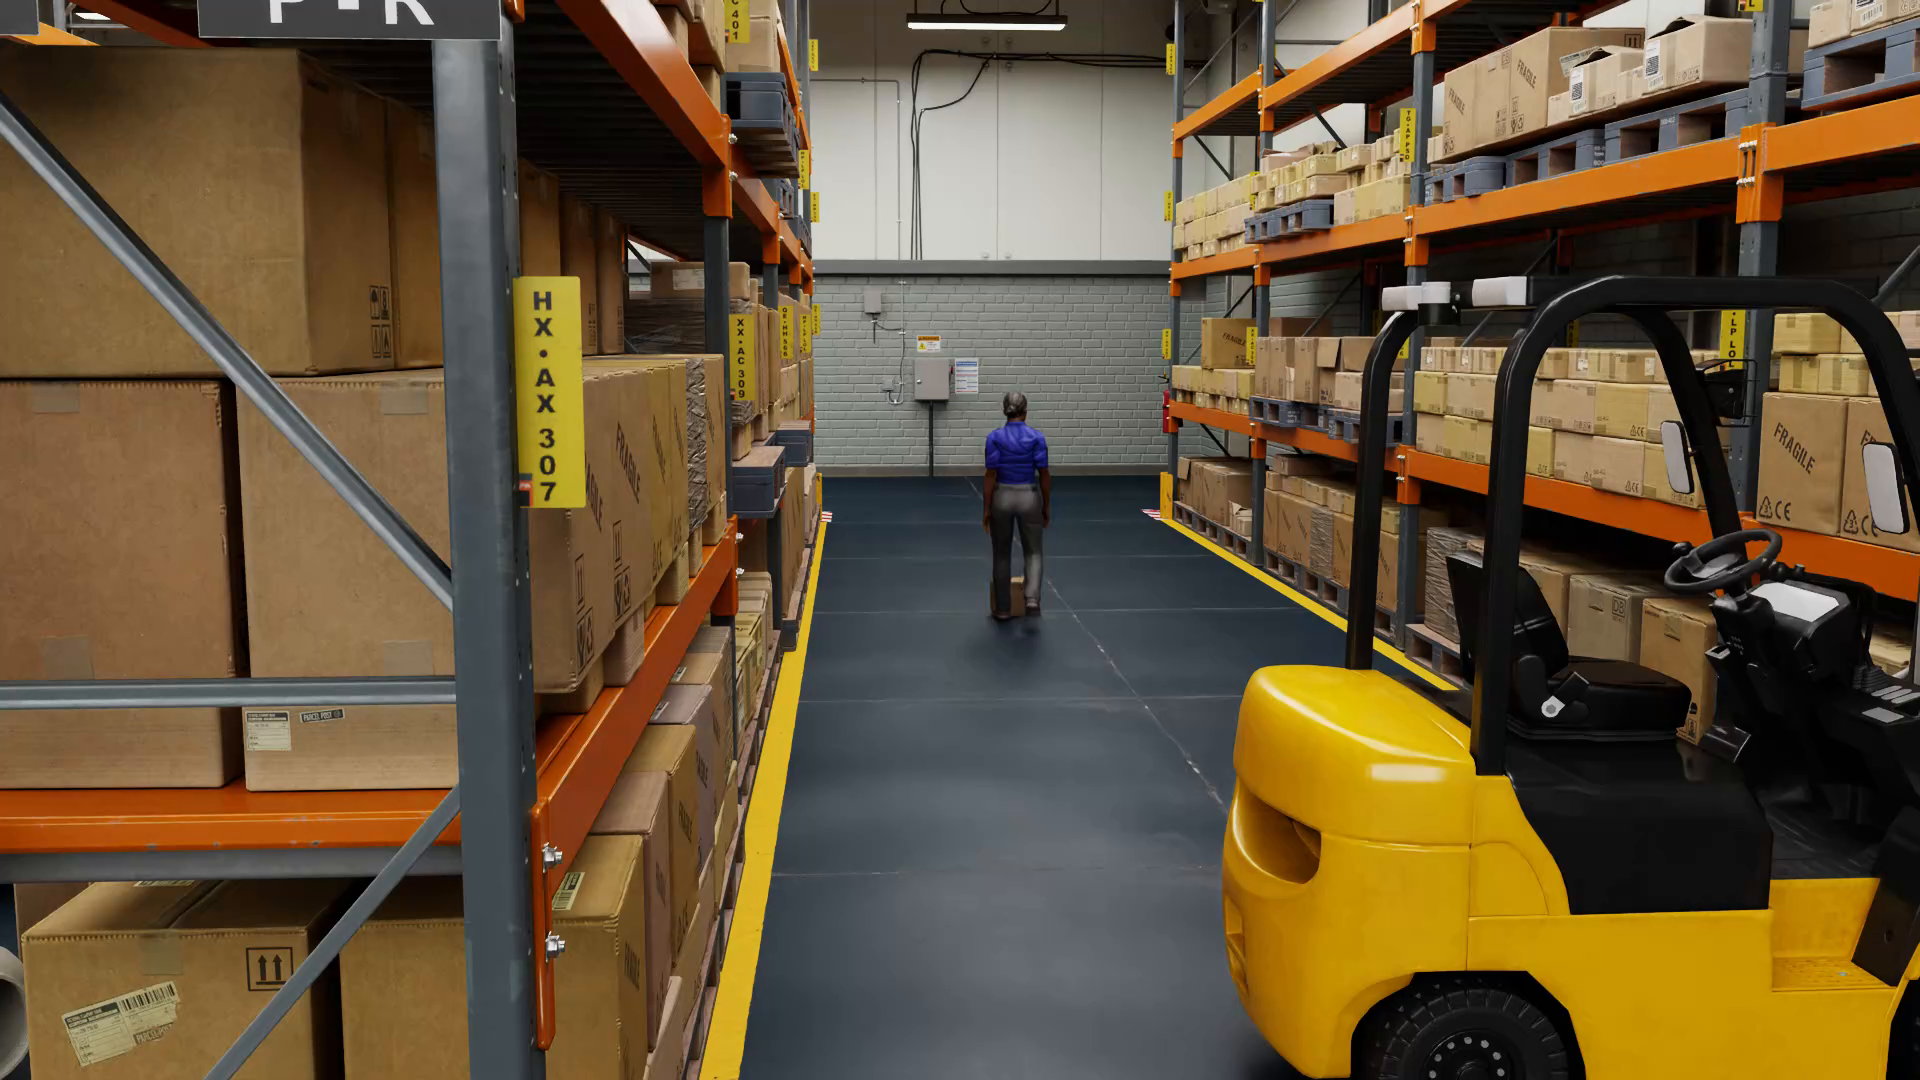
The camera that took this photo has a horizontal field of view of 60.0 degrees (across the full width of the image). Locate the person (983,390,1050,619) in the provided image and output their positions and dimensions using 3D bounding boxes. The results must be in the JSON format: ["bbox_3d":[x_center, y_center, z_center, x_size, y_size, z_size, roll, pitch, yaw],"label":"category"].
[{"bbox_3d":[0.394,-0.230,11.625,0.471,1.637,0.752,0,7,2],"label":"person"}]
